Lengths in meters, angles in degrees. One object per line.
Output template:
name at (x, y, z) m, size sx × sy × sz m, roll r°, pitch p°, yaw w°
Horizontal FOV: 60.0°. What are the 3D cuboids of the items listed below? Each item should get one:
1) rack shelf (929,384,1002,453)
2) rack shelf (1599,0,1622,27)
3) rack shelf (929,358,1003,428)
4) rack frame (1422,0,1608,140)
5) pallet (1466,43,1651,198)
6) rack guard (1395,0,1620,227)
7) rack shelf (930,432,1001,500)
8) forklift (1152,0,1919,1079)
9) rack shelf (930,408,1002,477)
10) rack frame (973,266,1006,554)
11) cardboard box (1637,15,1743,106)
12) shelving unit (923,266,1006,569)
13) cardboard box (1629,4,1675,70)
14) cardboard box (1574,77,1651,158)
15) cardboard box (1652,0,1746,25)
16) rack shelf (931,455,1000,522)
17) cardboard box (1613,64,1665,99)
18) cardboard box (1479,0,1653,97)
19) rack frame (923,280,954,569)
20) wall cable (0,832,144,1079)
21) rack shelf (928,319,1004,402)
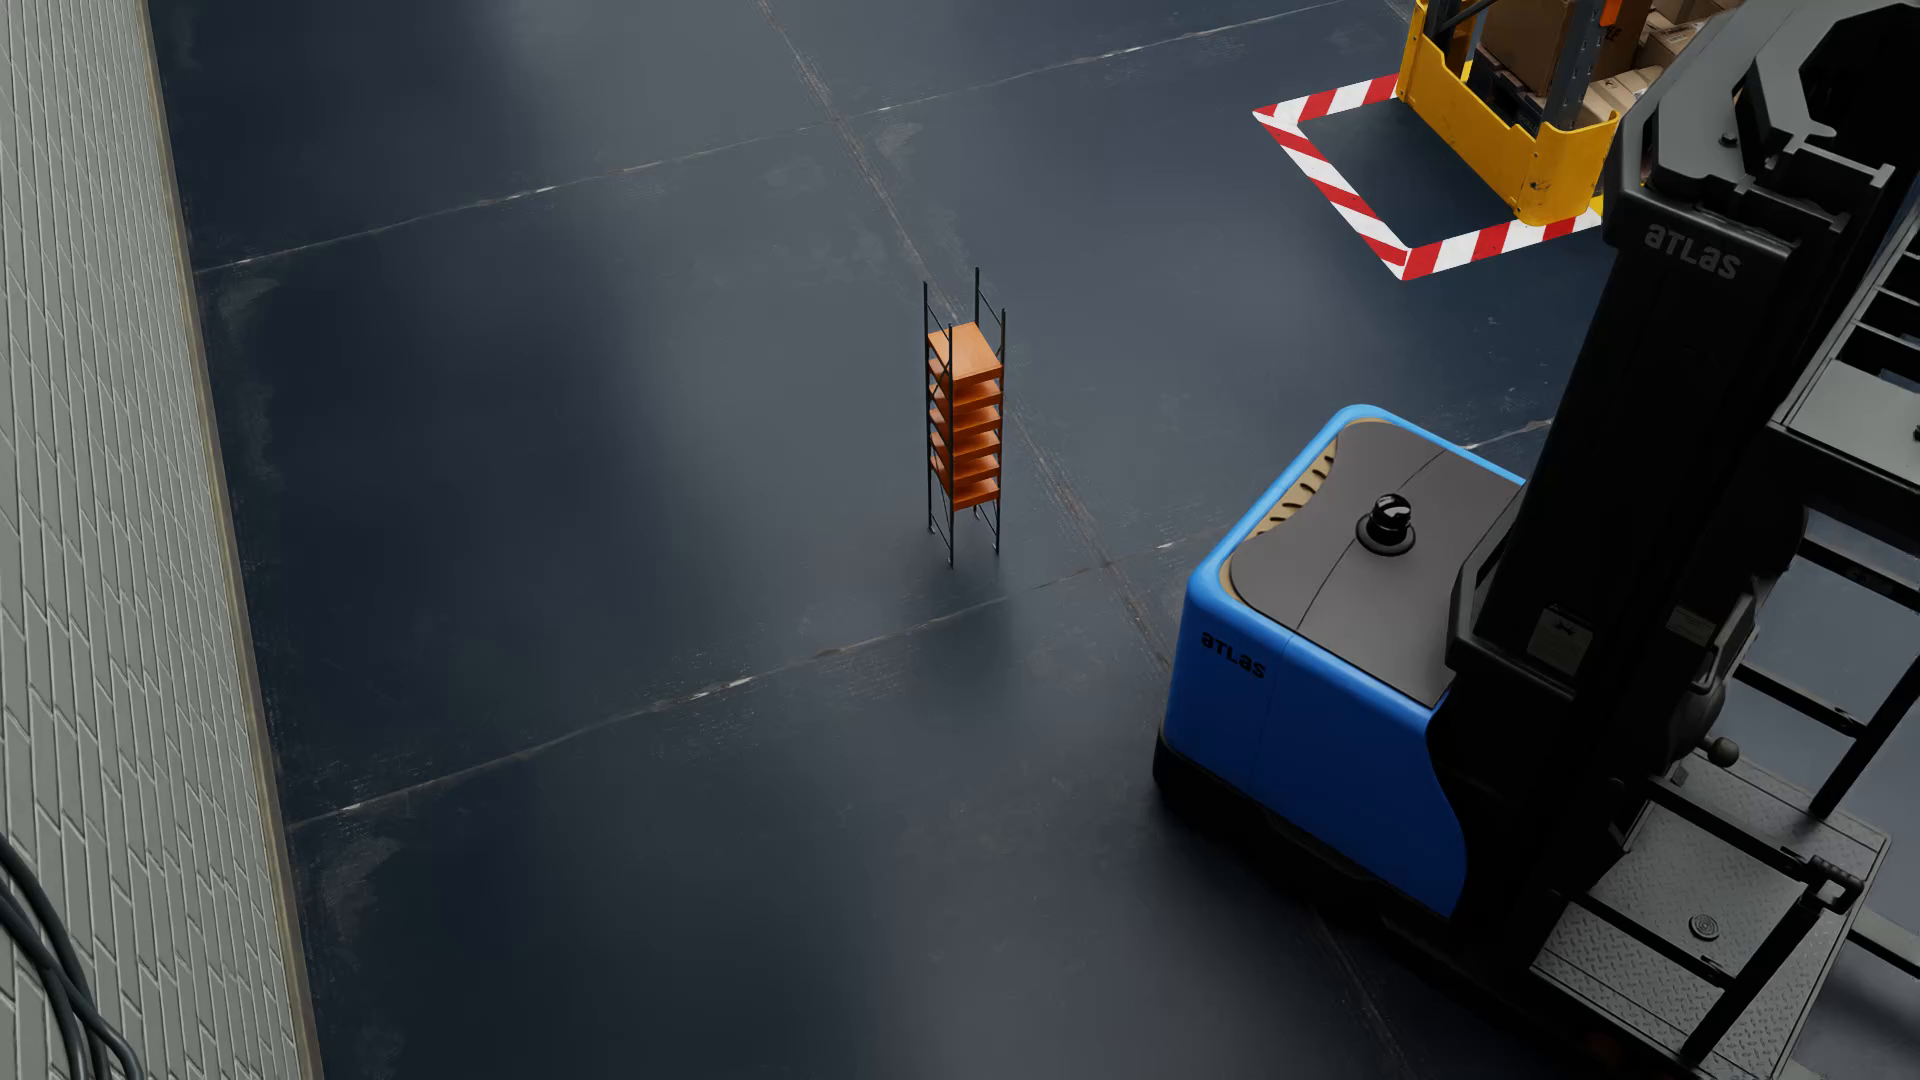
rack shelf at (0.013, -0.444, 5.741) m, size 0.180 × 0.103 × 0.258 m, roll -17°, pitch 52°, yaw -14°
rack shelf at (4.268, -3.144, 7.447) m, size 4.000 × 0.370 × 1.077 m, roll -17°, pitch 52°, yaw -14°
rack shelf at (0.013, -0.522, 5.650) m, size 0.180 × 0.103 × 0.258 m, roll -17°, pitch 52°, yaw -14°
rack frame at (2.416, -2.805, 6.681) m, size 0.127 × 3.000 × 1.000 m, roll -17°, pitch 52°, yaw -14°
pallet at (3.224, -2.147, 7.955) m, size 1.213 × 0.211 × 1.003 m, roll -17°, pitch 52°, yaw -14°
rack guard at (2.487, -2.012, 7.649) m, size 0.348 × 0.500 × 1.175 m, roll -17°, pitch 52°, yaw -14°
rack shelf at (0.013, -0.288, 5.923) m, size 0.180 × 0.103 × 0.258 m, roll -17°, pitch 52°, yaw -14°
forklift at (2.107, 0.272, 4.085) m, size 3.031 × 2.935 × 1.130 m, roll 31°, pitch 56°, yaw 24°
rack shelf at (0.013, -0.366, 5.832) m, size 0.180 × 0.103 × 0.258 m, roll -17°, pitch 52°, yaw -14°
rack frame at (0.098, -0.421, 5.821) m, size 0.006 × 1.200 × 0.240 m, roll -17°, pitch 52°, yaw -14°
cardboard box at (3.490, -2.152, 7.644) m, size 0.500 × 0.250 × 0.500 m, roll -17°, pitch 52°, yaw -14°
shelving unit at (0.013, -0.395, 5.798) m, size 0.189 × 1.200 × 0.258 m, roll -17°, pitch 52°, yaw -14°
cardboard box at (3.236, -2.407, 7.917) m, size 0.250 × 0.166 × 0.380 m, roll -17°, pitch 52°, yaw -14°
cardboard box at (2.934, -1.898, 7.492) m, size 0.250 × 0.149 × 0.380 m, roll -17°, pitch 52°, yaw -14°
cardboard box at (3.717, -2.633, 8.056) m, size 0.500 × 0.250 × 0.500 m, roll -17°, pitch 52°, yaw -14°
rack shelf at (0.013, -0.210, 6.014) m, size 0.180 × 0.103 × 0.258 m, roll -17°, pitch 52°, yaw -14°
cardboard box at (3.165, -1.976, 7.547) m, size 0.250 × 0.166 × 0.380 m, roll -17°, pitch 52°, yaw -14°
cardboard box at (2.827, -2.463, 7.745) m, size 0.500 × 0.500 × 0.500 m, roll -17°, pitch 52°, yaw -14°
rack frame at (-0.071, -0.369, 5.776) m, size 0.006 × 1.200 × 0.240 m, roll -17°, pitch 52°, yaw -14°
wall cable at (-1.078, 1.102, 1.419) m, size 0.112 × 2.526 × 3.097 m, roll -17°, pitch 52°, yaw -14°
rack shelf at (0.013, -0.601, 5.559) m, size 0.180 × 0.103 × 0.258 m, roll -17°, pitch 52°, yaw -14°
